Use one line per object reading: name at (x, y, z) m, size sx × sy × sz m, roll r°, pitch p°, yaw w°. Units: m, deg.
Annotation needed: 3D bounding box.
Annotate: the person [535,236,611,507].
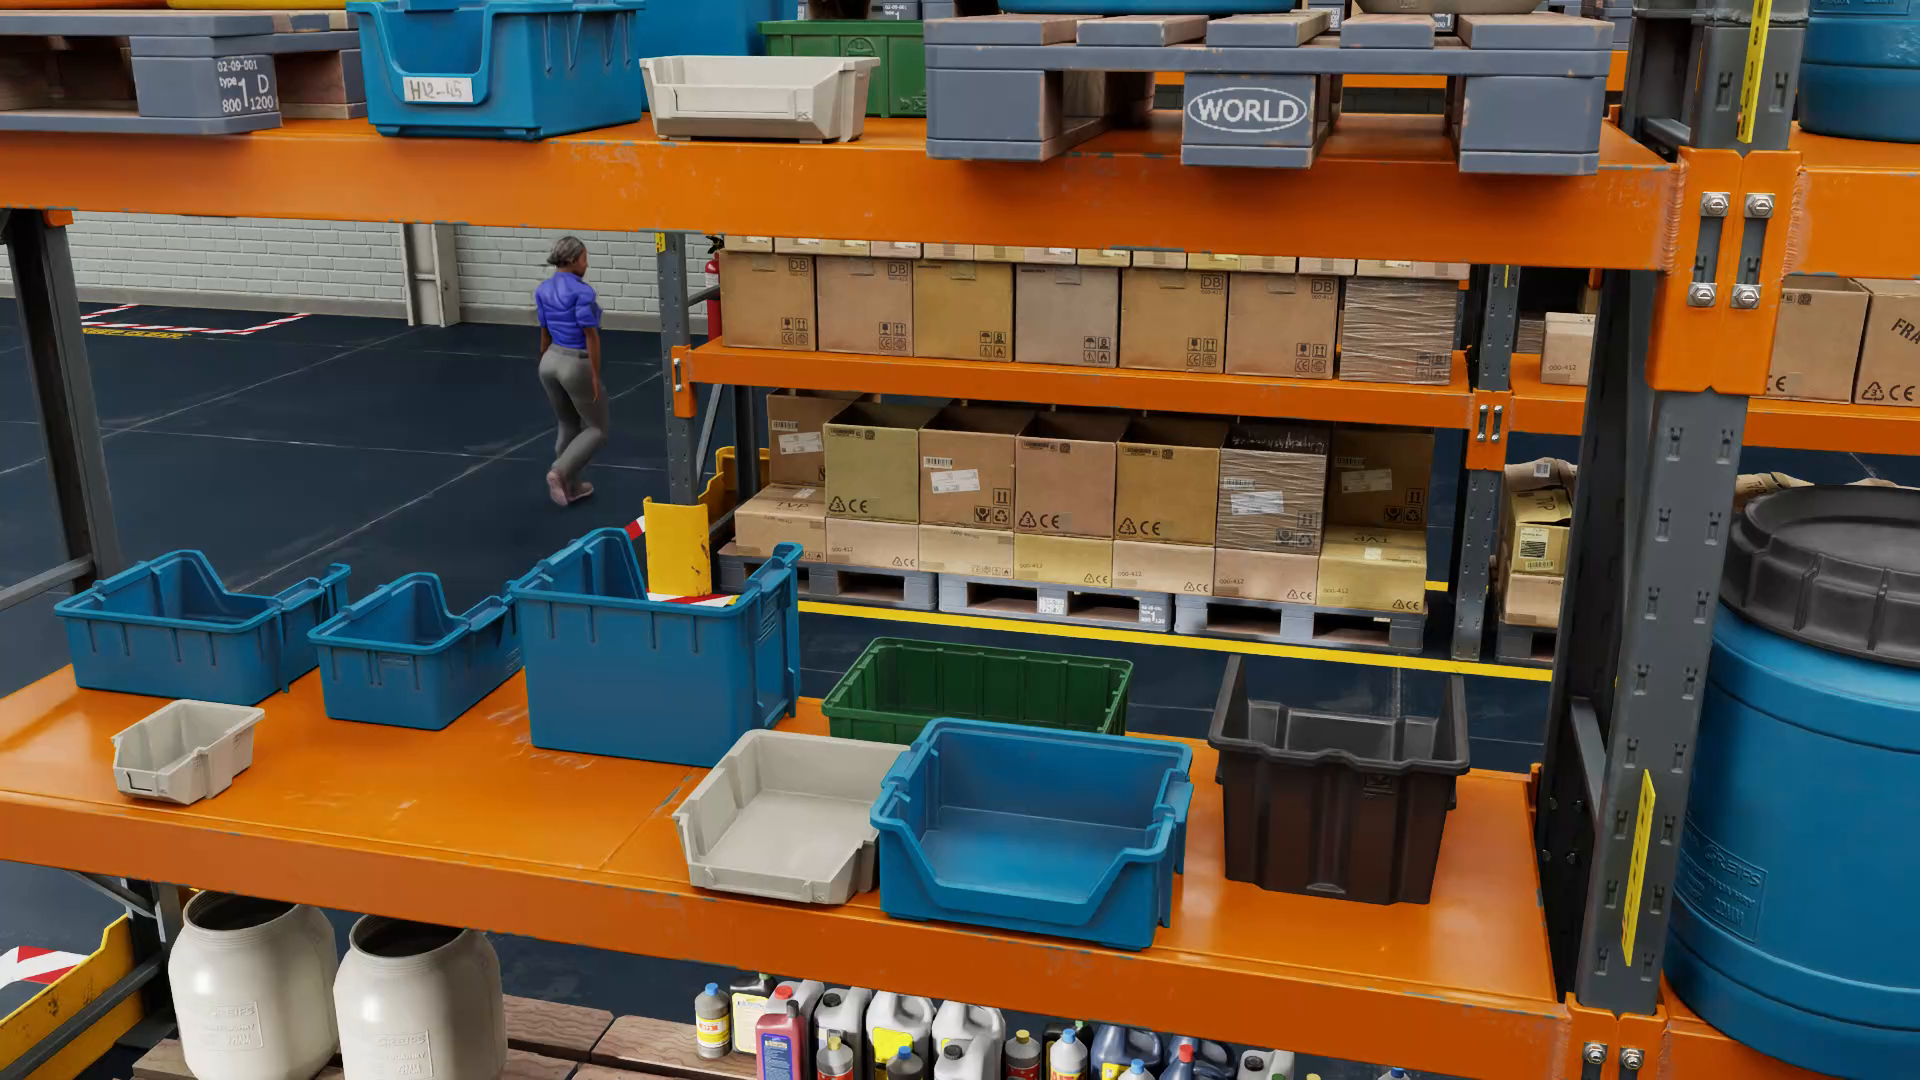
person at (-2.375, -0.993, 9.994) m, size 0.531 × 1.633 × 0.590 m, roll 9°, pitch 20°, yaw 24°
